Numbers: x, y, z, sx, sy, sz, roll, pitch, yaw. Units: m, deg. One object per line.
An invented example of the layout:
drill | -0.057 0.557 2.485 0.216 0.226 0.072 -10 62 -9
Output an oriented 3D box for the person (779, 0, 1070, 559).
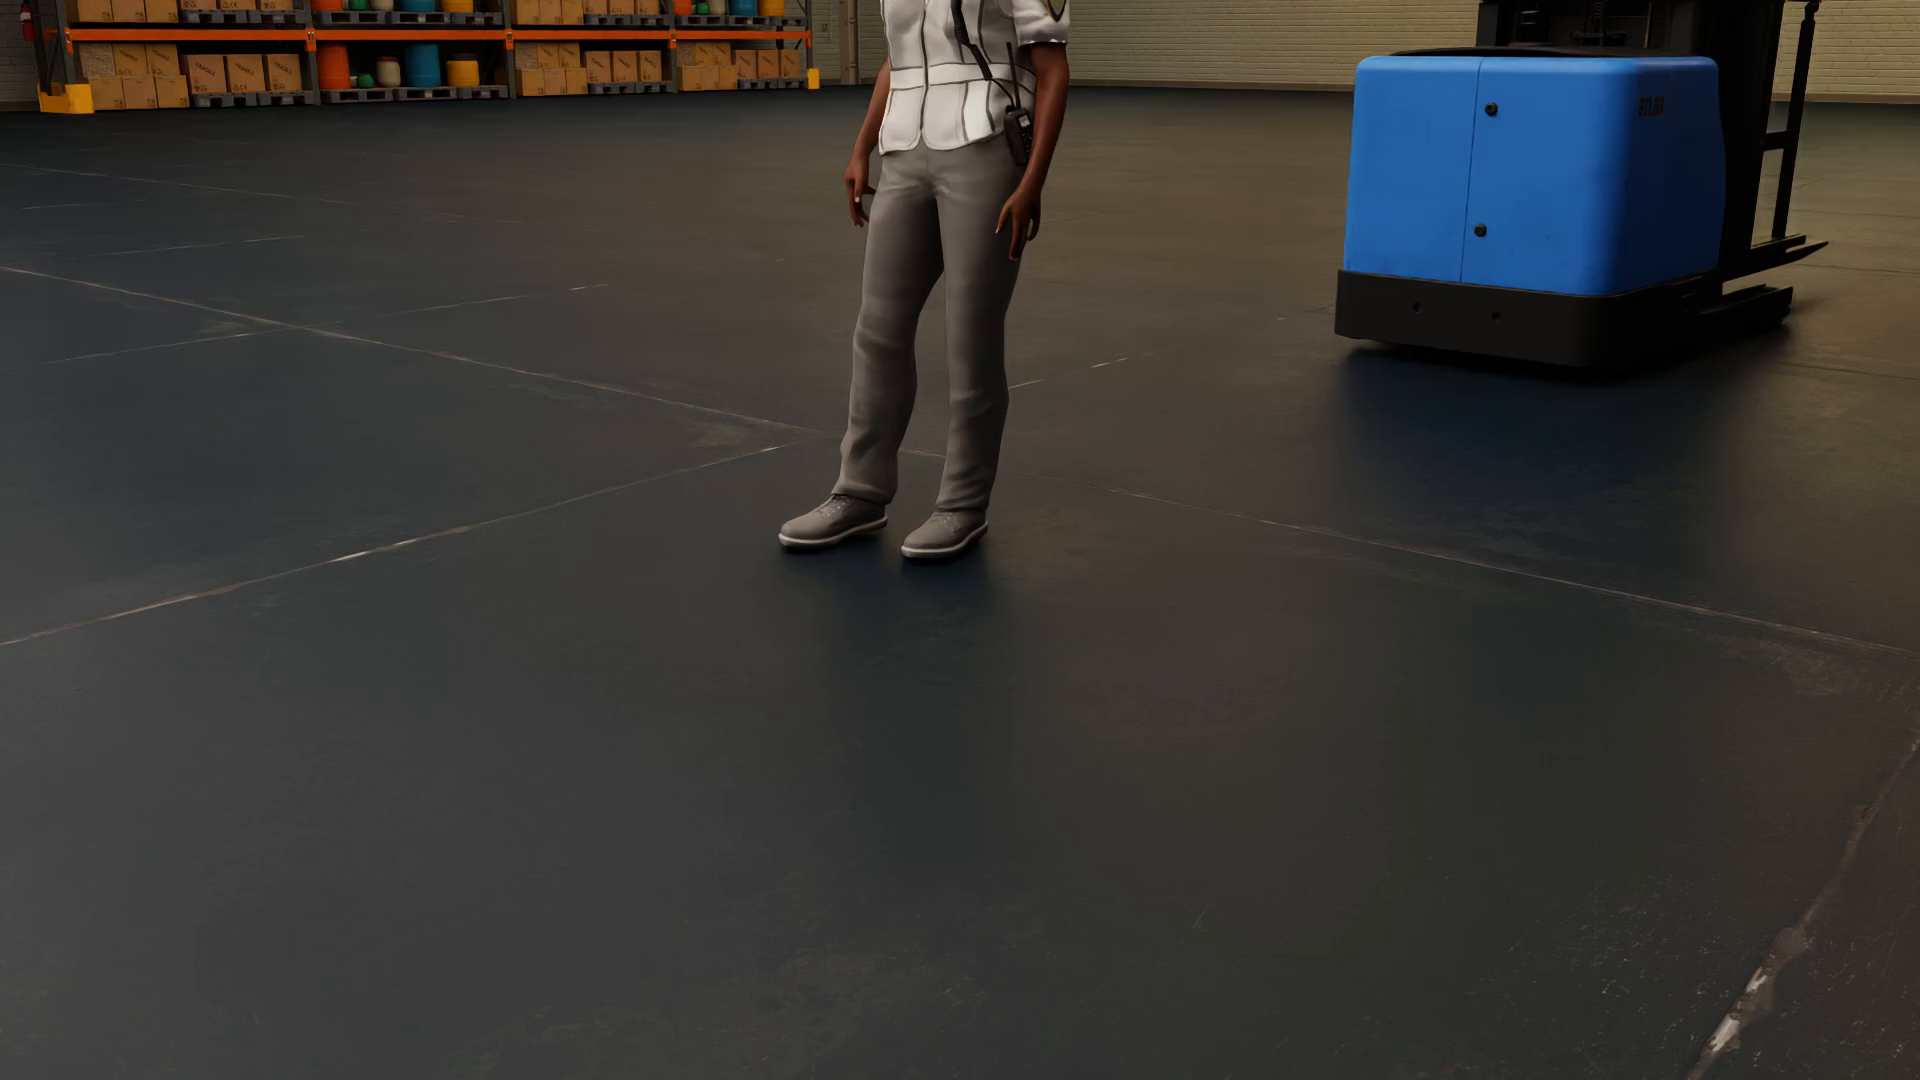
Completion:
person | -0.063 -0.805 3.651 0.569 1.694 0.530 13 21 37

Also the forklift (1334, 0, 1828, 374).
forklift | 2.779 -2.328 6.564 1.130 2.935 3.031 15 22 41
